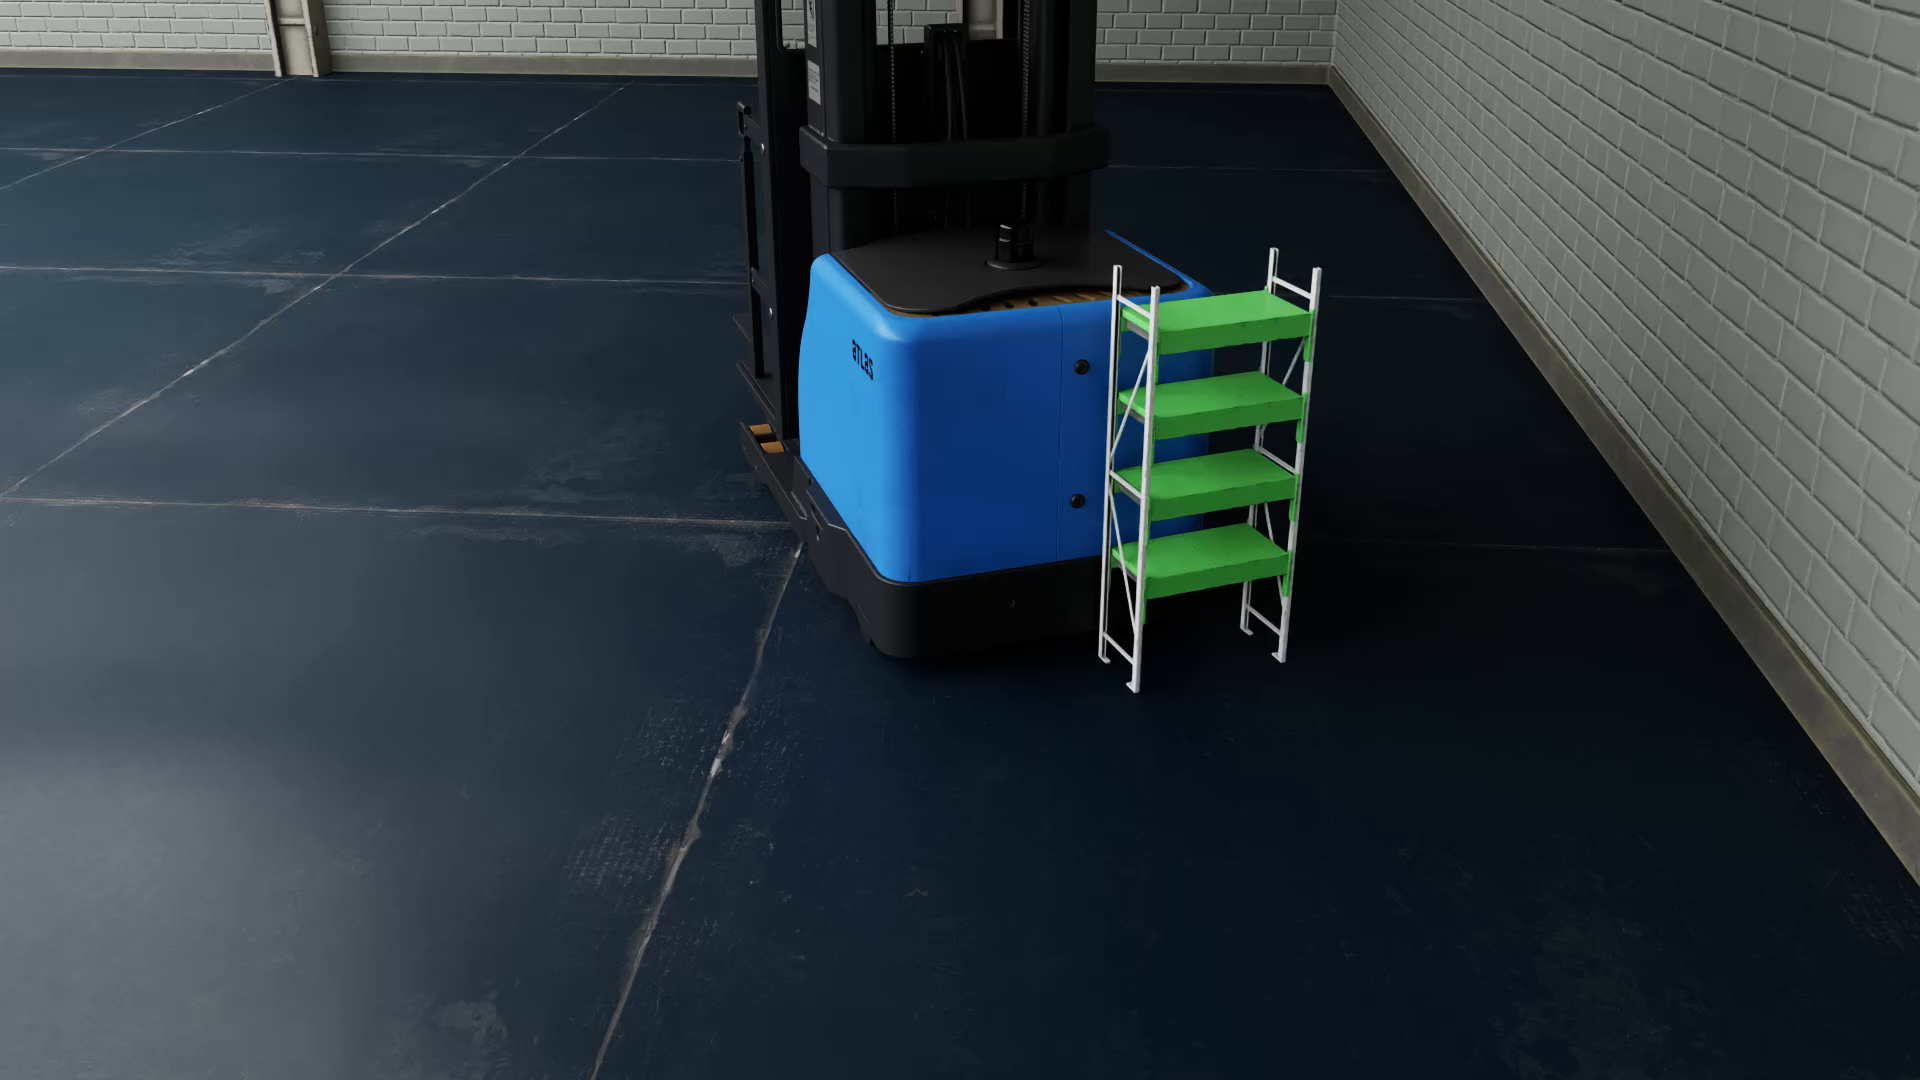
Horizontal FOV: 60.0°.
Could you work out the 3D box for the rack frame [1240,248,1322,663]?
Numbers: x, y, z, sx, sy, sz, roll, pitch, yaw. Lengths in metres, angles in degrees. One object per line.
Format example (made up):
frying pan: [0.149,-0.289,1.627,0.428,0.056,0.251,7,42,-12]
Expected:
rack frame: [0.920,-0.227,4.807,0.015,1.200,0.240,-9,26,-20]

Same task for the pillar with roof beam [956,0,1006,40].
pillar with roof beam: [-0.151,-6.234,8.533,0.400,9.000,9.100,2,25,4]

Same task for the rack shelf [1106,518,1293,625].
rack shelf: [0.693,0.087,4.852,0.480,0.148,0.258,-9,26,-20]

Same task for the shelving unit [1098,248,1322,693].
shelving unit: [0.693,-0.189,4.725,0.503,1.200,0.258,-9,26,-20]

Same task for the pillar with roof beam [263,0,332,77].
pillar with roof beam: [-6.133,-6.426,8.950,0.400,9.000,9.100,2,25,4]

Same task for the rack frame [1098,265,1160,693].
rack frame: [0.466,-0.151,4.643,0.015,1.200,0.240,-9,26,-20]

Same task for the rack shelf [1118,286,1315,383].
rack shelf: [0.693,-0.567,4.551,0.480,0.148,0.258,-9,26,-20]

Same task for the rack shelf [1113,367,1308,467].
rack shelf: [0.693,-0.349,4.652,0.480,0.148,0.258,-9,26,-20]

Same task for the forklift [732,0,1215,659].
forklift: [-0.200,-1.578,5.673,1.130,2.935,3.031,-8,26,-17]

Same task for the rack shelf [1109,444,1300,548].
rack shelf: [0.693,-0.131,4.752,0.480,0.148,0.258,-9,26,-20]
